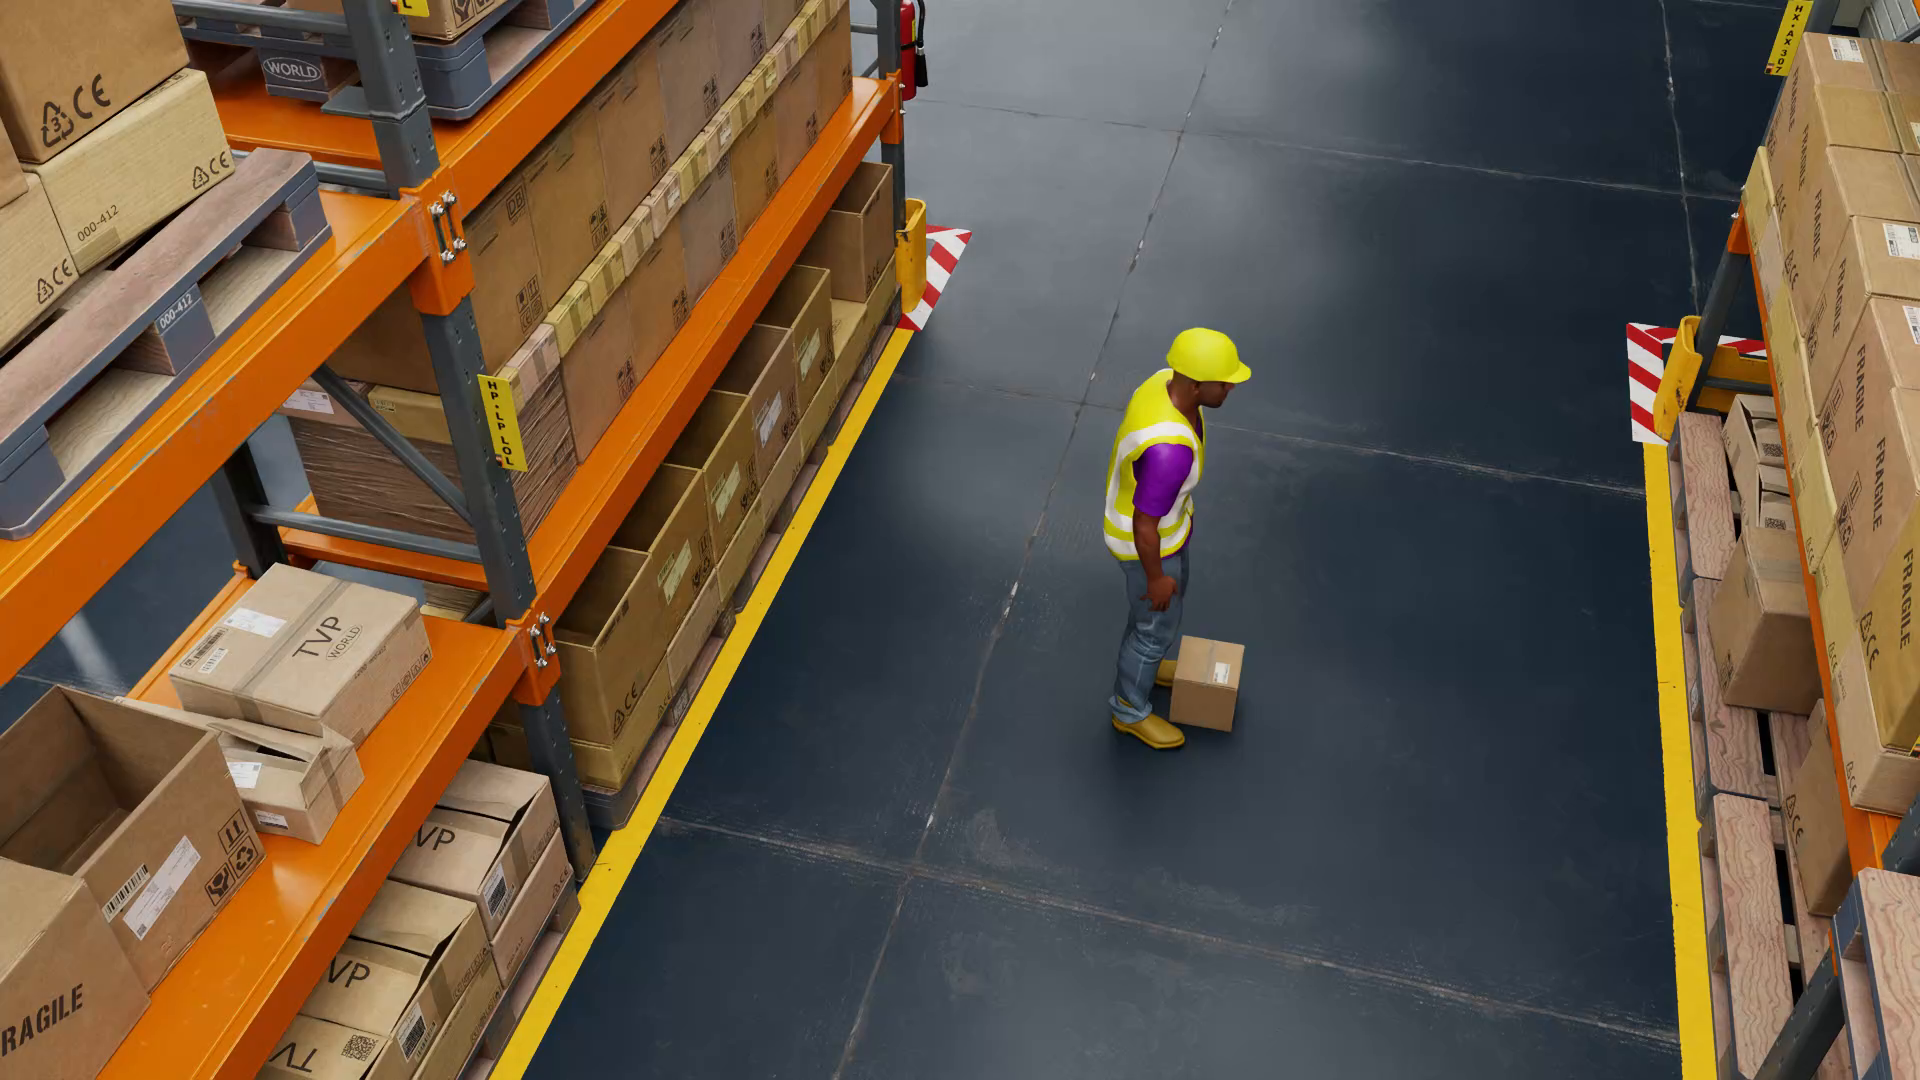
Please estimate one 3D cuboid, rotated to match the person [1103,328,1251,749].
[{"bbox_3d":[0.763,-0.029,6.182,0.463,1.755,0.625,8,41,9],"label":"person"}]
